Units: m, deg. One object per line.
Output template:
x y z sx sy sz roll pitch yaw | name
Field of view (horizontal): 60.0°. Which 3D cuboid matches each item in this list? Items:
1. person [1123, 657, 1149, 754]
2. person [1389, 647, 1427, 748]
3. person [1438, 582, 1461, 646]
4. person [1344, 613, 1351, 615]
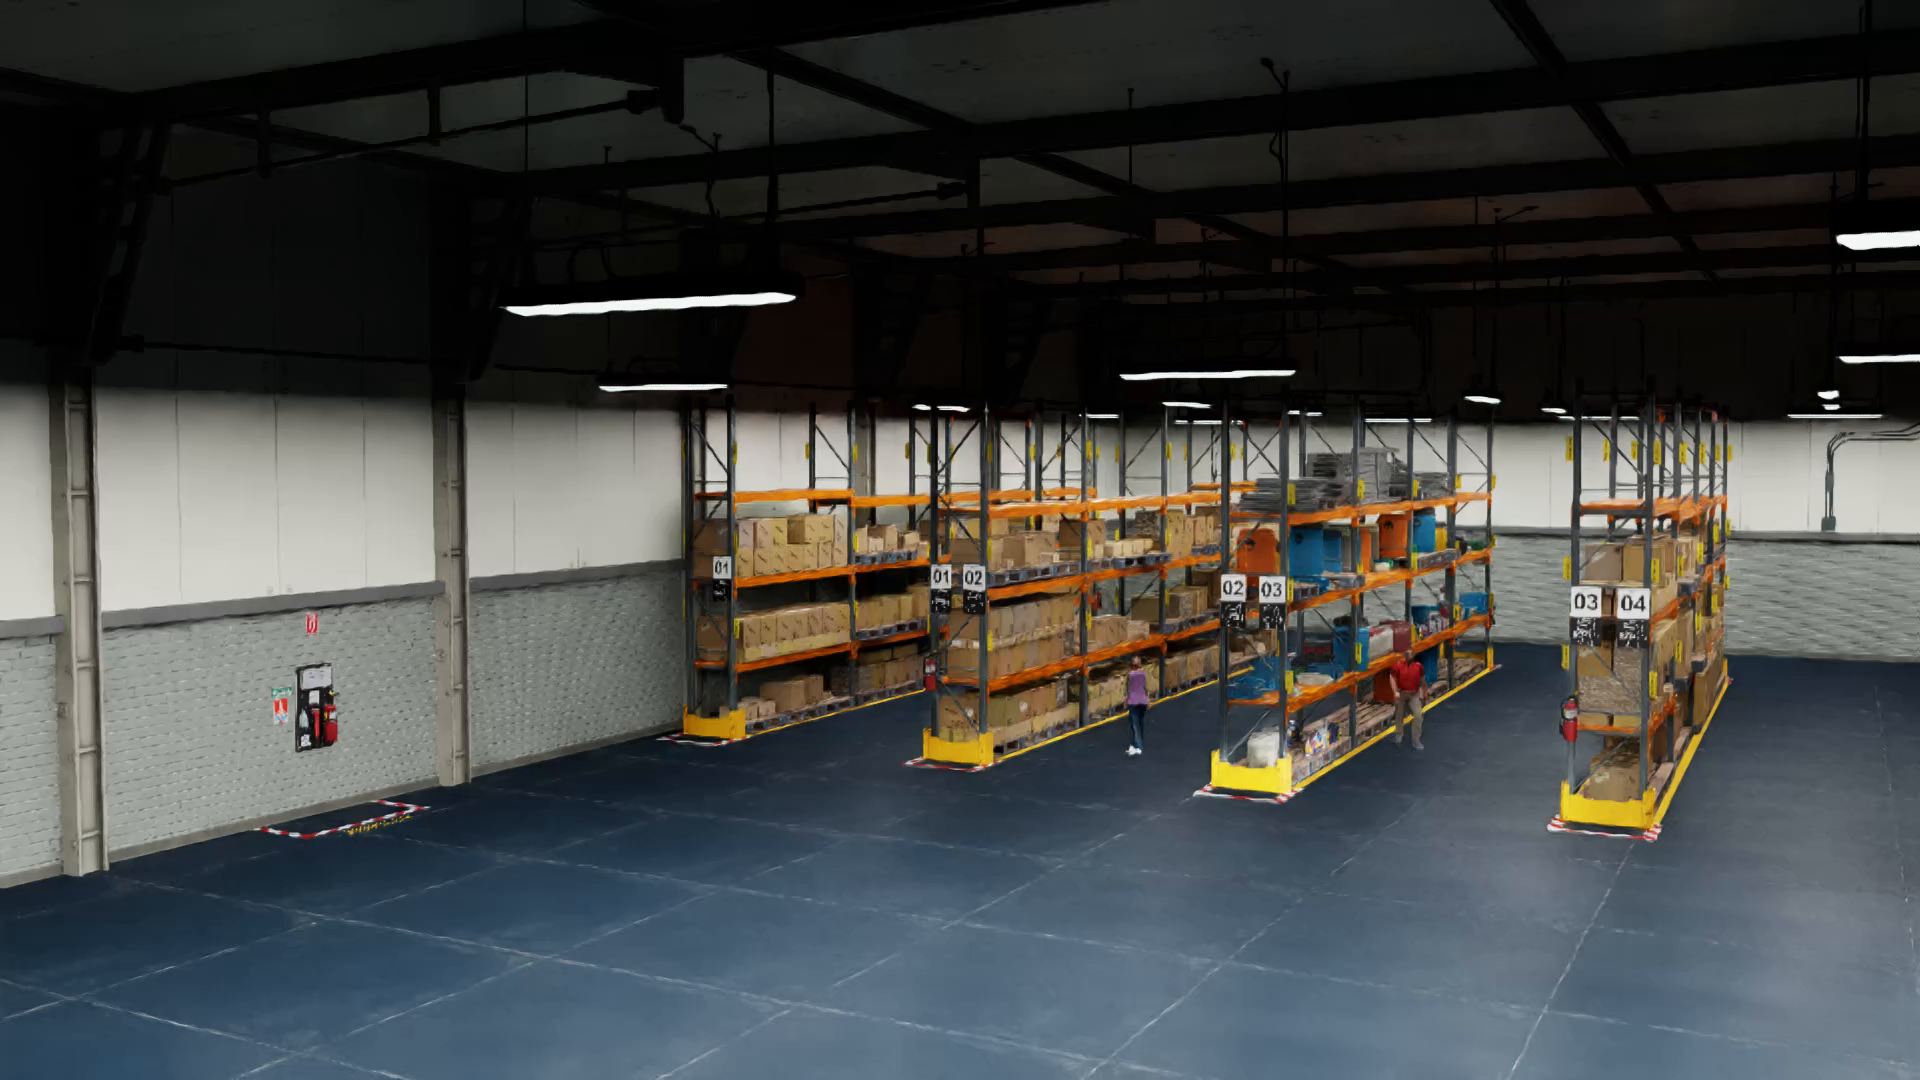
2.928 2.734 27.676 0.522 1.592 0.527 -2 4 -31 | person
7.644 2.658 28.344 0.672 1.699 0.685 0 3 6 | person
12.655 1.917 42.948 0.553 1.661 0.510 -1 3 -26 | person
8.249 2.342 35.191 0.639 1.632 0.512 2 3 27 | person
